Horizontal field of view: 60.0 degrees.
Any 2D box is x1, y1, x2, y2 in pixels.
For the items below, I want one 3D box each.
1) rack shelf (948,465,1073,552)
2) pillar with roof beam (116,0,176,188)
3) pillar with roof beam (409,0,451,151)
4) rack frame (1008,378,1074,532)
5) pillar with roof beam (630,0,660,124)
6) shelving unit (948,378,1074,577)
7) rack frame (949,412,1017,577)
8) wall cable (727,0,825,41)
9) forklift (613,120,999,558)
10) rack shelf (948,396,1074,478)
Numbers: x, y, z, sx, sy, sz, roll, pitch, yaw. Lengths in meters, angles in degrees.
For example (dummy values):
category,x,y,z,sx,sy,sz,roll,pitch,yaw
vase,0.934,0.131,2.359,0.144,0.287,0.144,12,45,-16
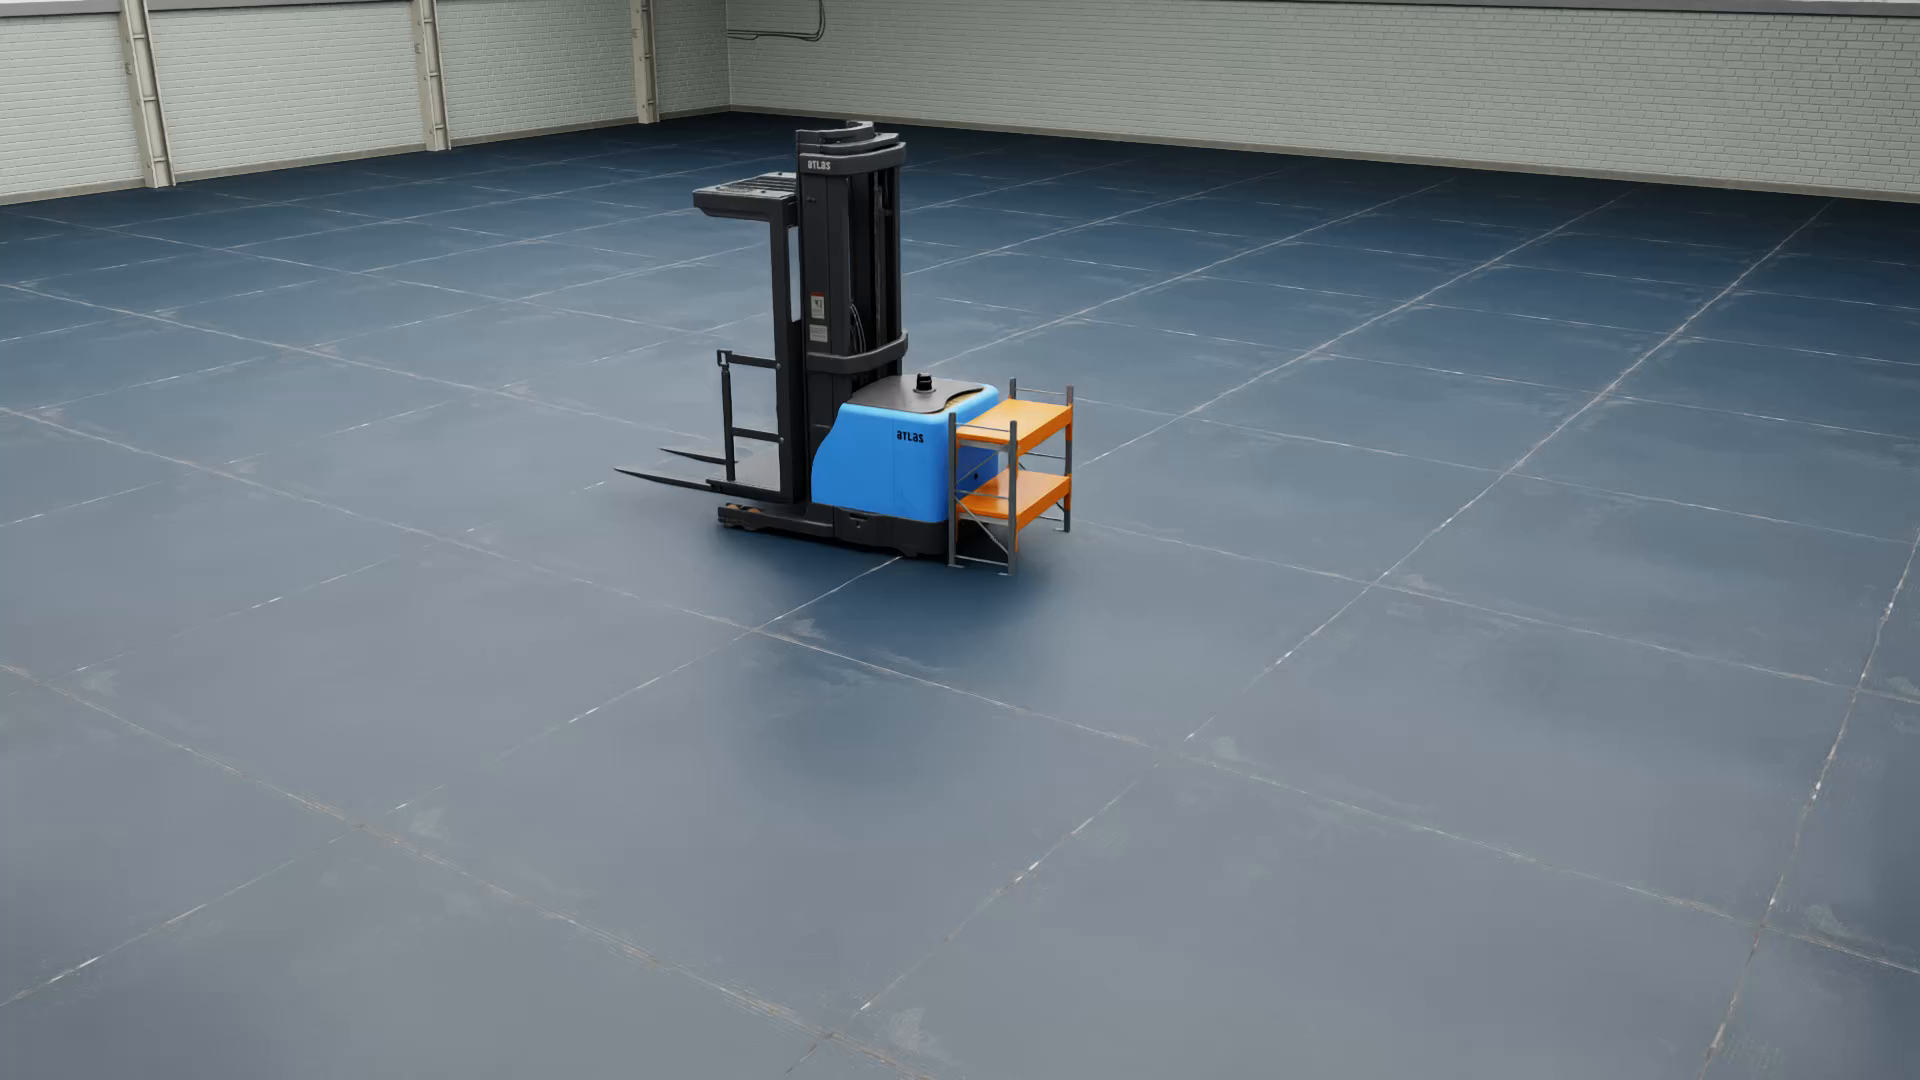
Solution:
category,x,y,z,sx,sy,sz,roll,pitch,yaw
rack shelf,0.375,-0.239,11.995,0.538,0.278,1.000,9,22,24
pillar with roof beam,-10.339,-9.539,25.081,9.100,9.000,0.400,13,24,32
pillar with roof beam,-6.966,-11.260,29.735,9.100,9.000,0.400,13,24,32
rack frame,0.595,-0.628,12.340,0.500,1.125,0.032,9,22,24
pillar with roof beam,-3.593,-12.982,34.389,9.100,9.000,0.400,13,24,32
shelving unit,0.375,-0.469,11.910,0.538,1.125,1.048,9,22,24
rack frame,0.155,-0.310,11.481,0.500,1.125,0.032,9,22,24
wall cable,-4.404,-12.952,38.786,3.097,2.526,0.112,13,24,32
forklift,-1.249,-1.592,12.345,3.031,2.935,1.130,10,23,26
rack shelf,0.375,-0.743,11.809,0.538,0.278,1.000,9,22,24
